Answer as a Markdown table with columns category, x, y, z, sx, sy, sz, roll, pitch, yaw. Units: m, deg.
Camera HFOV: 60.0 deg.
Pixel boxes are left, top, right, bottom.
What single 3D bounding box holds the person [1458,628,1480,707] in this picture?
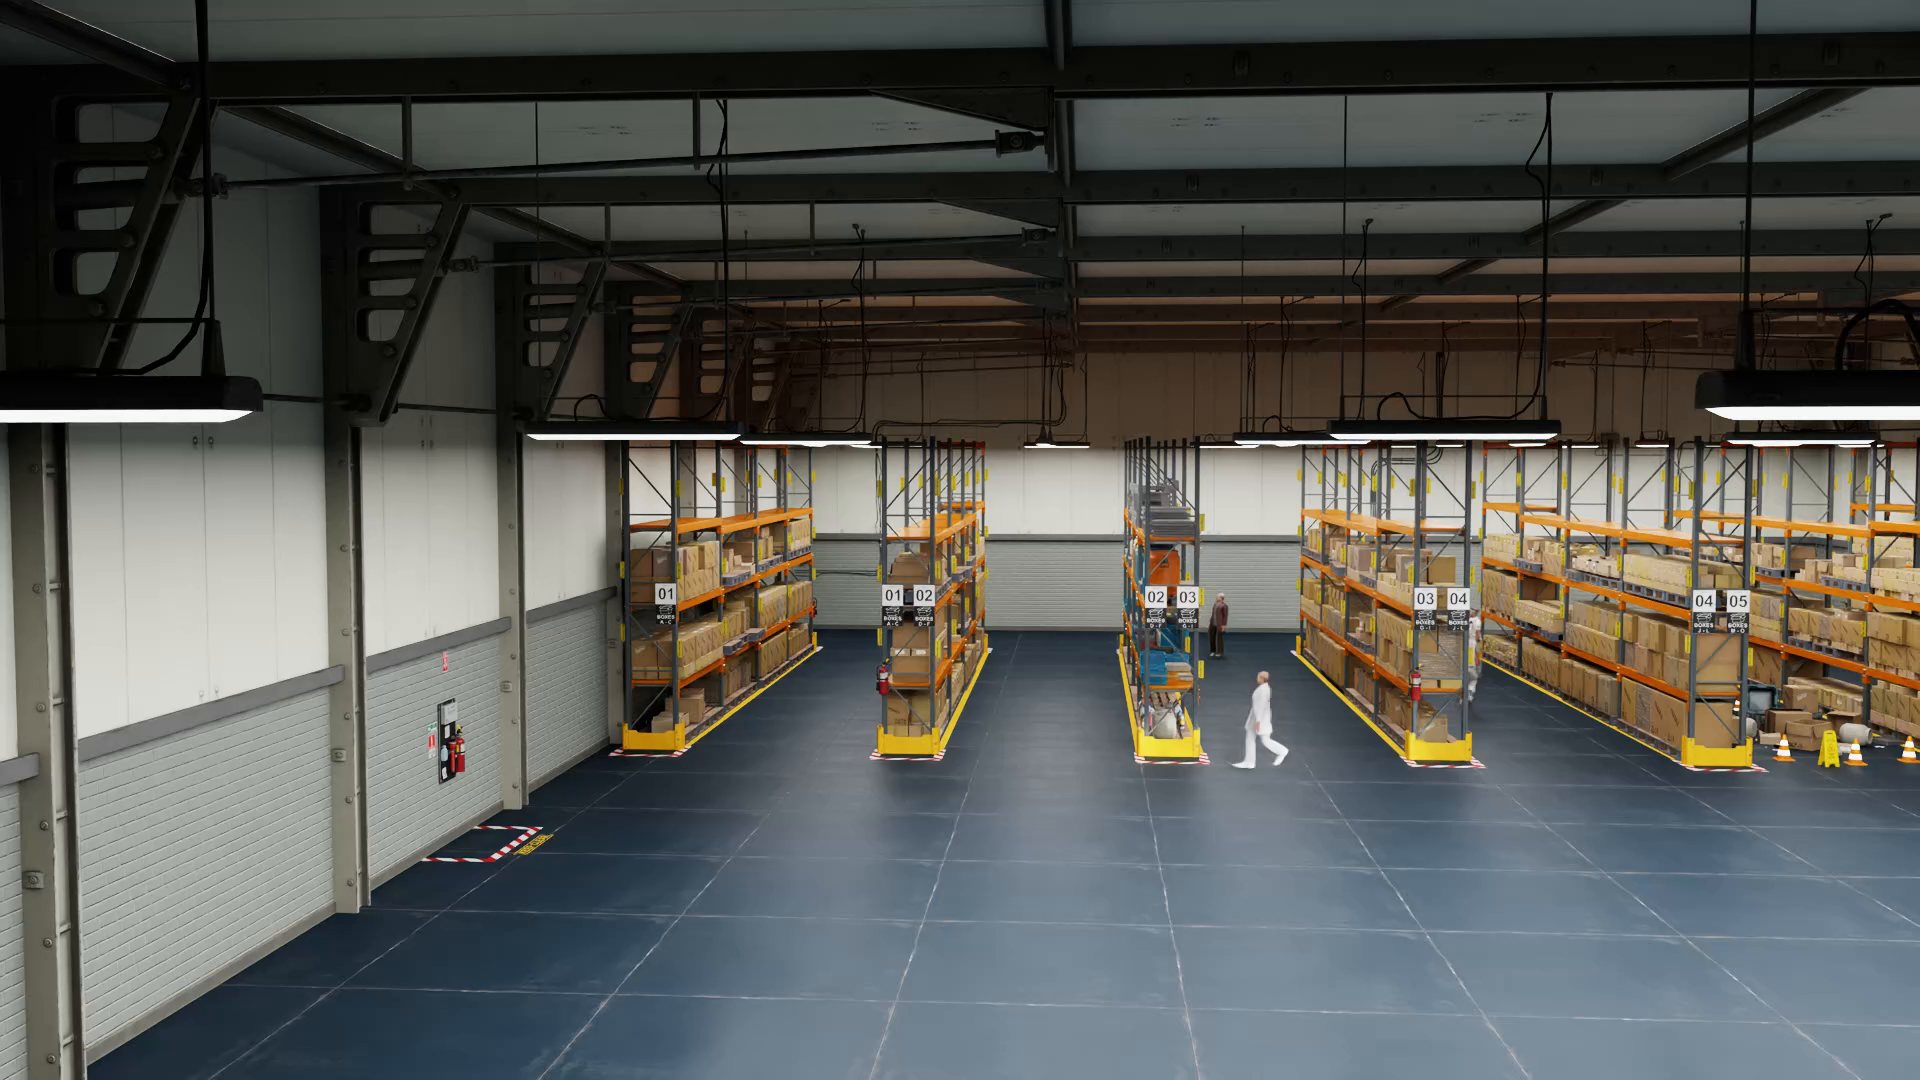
| category | x | y | z | sx | sy | sz | roll | pitch | yaw |
| --- | --- | --- | --- | --- | --- | --- | --- | --- | --- |
| person | 11.310 | 2.846 | 37.150 | 0.591 | 1.829 | 0.473 | 2 | 4 | 32 |

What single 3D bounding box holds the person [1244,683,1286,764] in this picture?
| category | x | y | z | sx | sy | sz | roll | pitch | yaw |
| --- | --- | --- | --- | --- | --- | --- | --- | --- | --- |
| person | 5.500 | 3.306 | 30.023 | 0.739 | 1.485 | 0.531 | -2 | 4 | -30 |

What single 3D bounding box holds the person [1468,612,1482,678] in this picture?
| category | x | y | z | sx | sy | sz | roll | pitch | yaw |
| --- | --- | --- | --- | --- | --- | --- | --- | --- | --- |
| person | 13.041 | 2.619 | 42.232 | 0.403 | 1.764 | 0.569 | -1 | 3 | -24 |

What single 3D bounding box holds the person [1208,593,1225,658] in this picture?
| category | x | y | z | sx | sy | sz | roll | pitch | yaw |
| --- | --- | --- | --- | --- | --- | --- | --- | --- | --- |
| person | 7.165 | 2.384 | 46.276 | 0.605 | 1.813 | 0.522 | 3 | 4 | 39 |
